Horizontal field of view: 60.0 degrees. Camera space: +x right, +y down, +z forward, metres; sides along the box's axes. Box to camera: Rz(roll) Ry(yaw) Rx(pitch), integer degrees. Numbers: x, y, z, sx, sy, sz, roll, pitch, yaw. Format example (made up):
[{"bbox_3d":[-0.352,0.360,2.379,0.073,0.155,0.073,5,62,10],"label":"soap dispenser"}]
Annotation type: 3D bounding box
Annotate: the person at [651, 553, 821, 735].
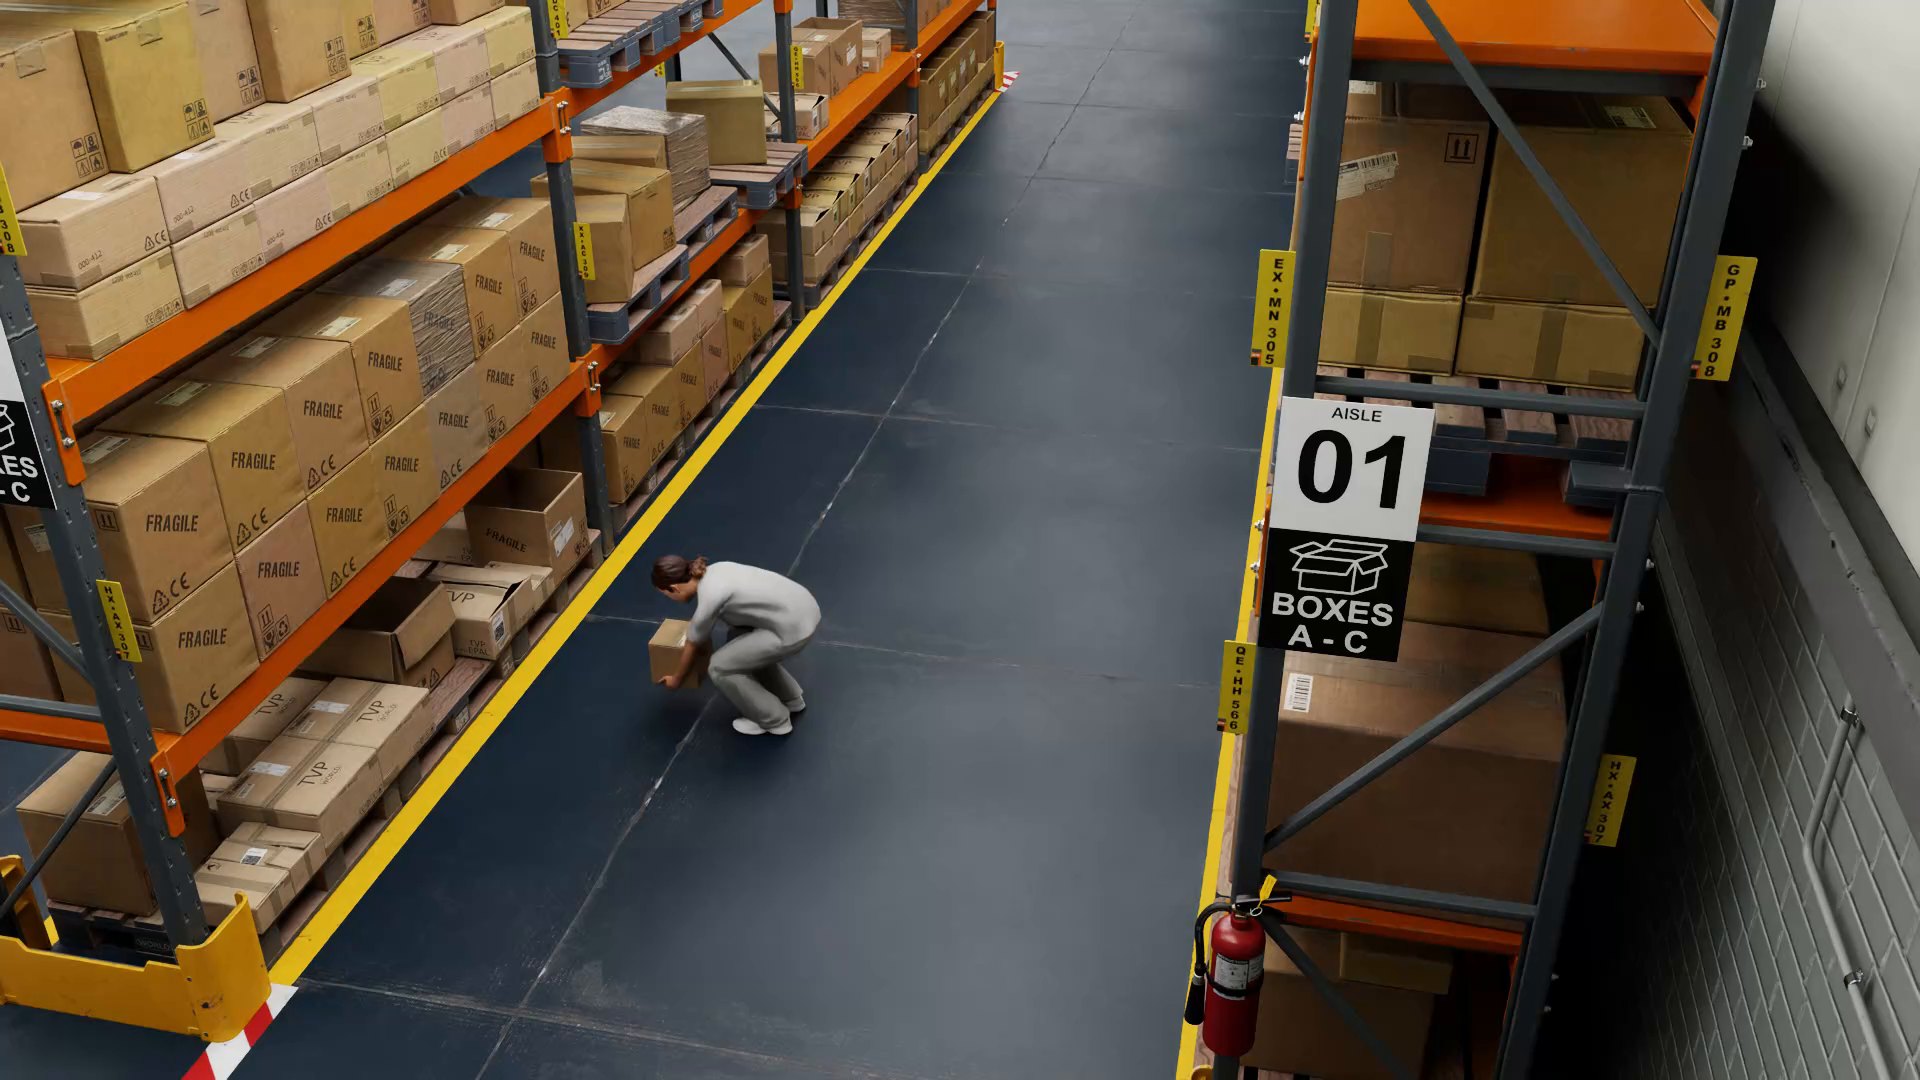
[{"bbox_3d":[-1.128,0.504,8.463,0.842,0.943,0.472,5,29,9],"label":"person"}]
